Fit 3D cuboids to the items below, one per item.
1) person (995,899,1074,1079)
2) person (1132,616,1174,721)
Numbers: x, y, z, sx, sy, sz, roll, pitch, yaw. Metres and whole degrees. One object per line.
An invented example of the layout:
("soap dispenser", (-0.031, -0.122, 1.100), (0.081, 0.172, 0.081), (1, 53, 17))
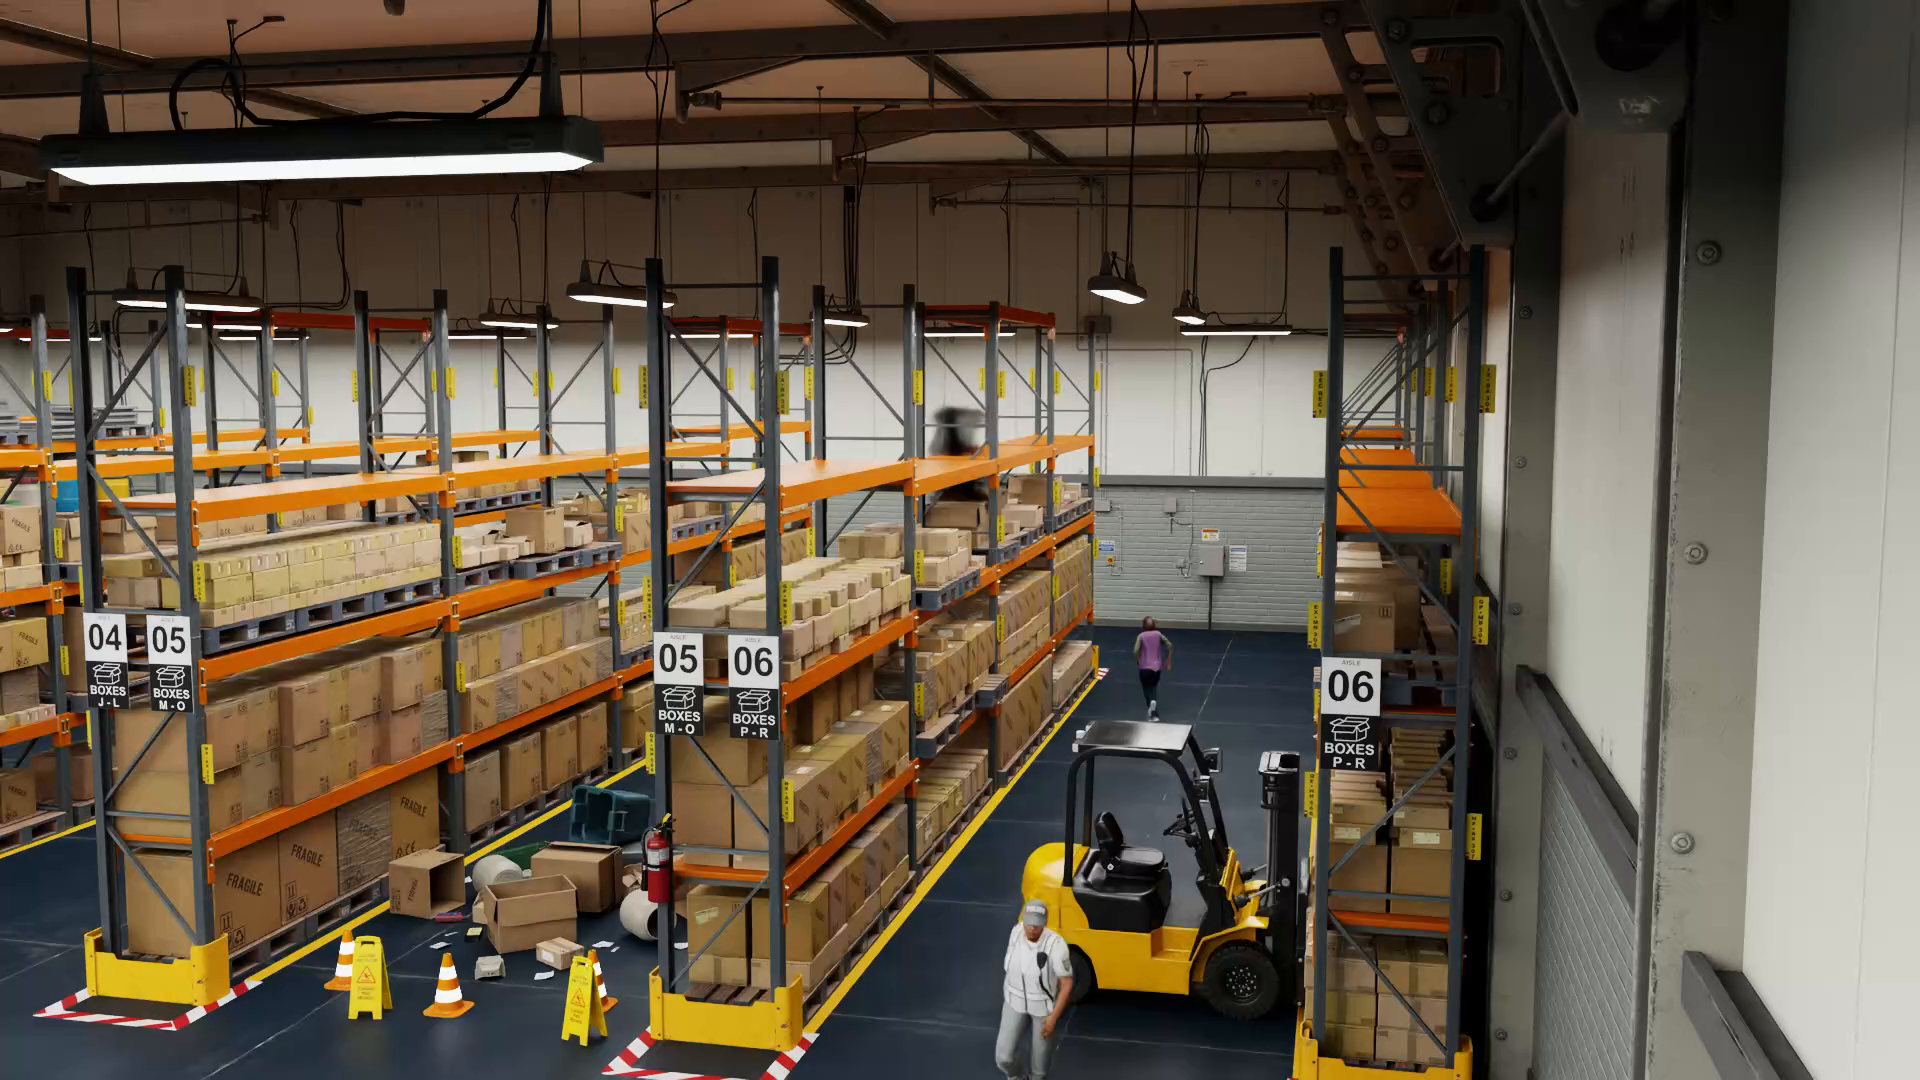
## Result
("person", (0.517, 3.214, 11.452), (0.599, 1.604, 0.706), (2, 6, 19))
("person", (2.853, 1.906, 24.654), (0.612, 1.553, 0.505), (0, 6, -4))
